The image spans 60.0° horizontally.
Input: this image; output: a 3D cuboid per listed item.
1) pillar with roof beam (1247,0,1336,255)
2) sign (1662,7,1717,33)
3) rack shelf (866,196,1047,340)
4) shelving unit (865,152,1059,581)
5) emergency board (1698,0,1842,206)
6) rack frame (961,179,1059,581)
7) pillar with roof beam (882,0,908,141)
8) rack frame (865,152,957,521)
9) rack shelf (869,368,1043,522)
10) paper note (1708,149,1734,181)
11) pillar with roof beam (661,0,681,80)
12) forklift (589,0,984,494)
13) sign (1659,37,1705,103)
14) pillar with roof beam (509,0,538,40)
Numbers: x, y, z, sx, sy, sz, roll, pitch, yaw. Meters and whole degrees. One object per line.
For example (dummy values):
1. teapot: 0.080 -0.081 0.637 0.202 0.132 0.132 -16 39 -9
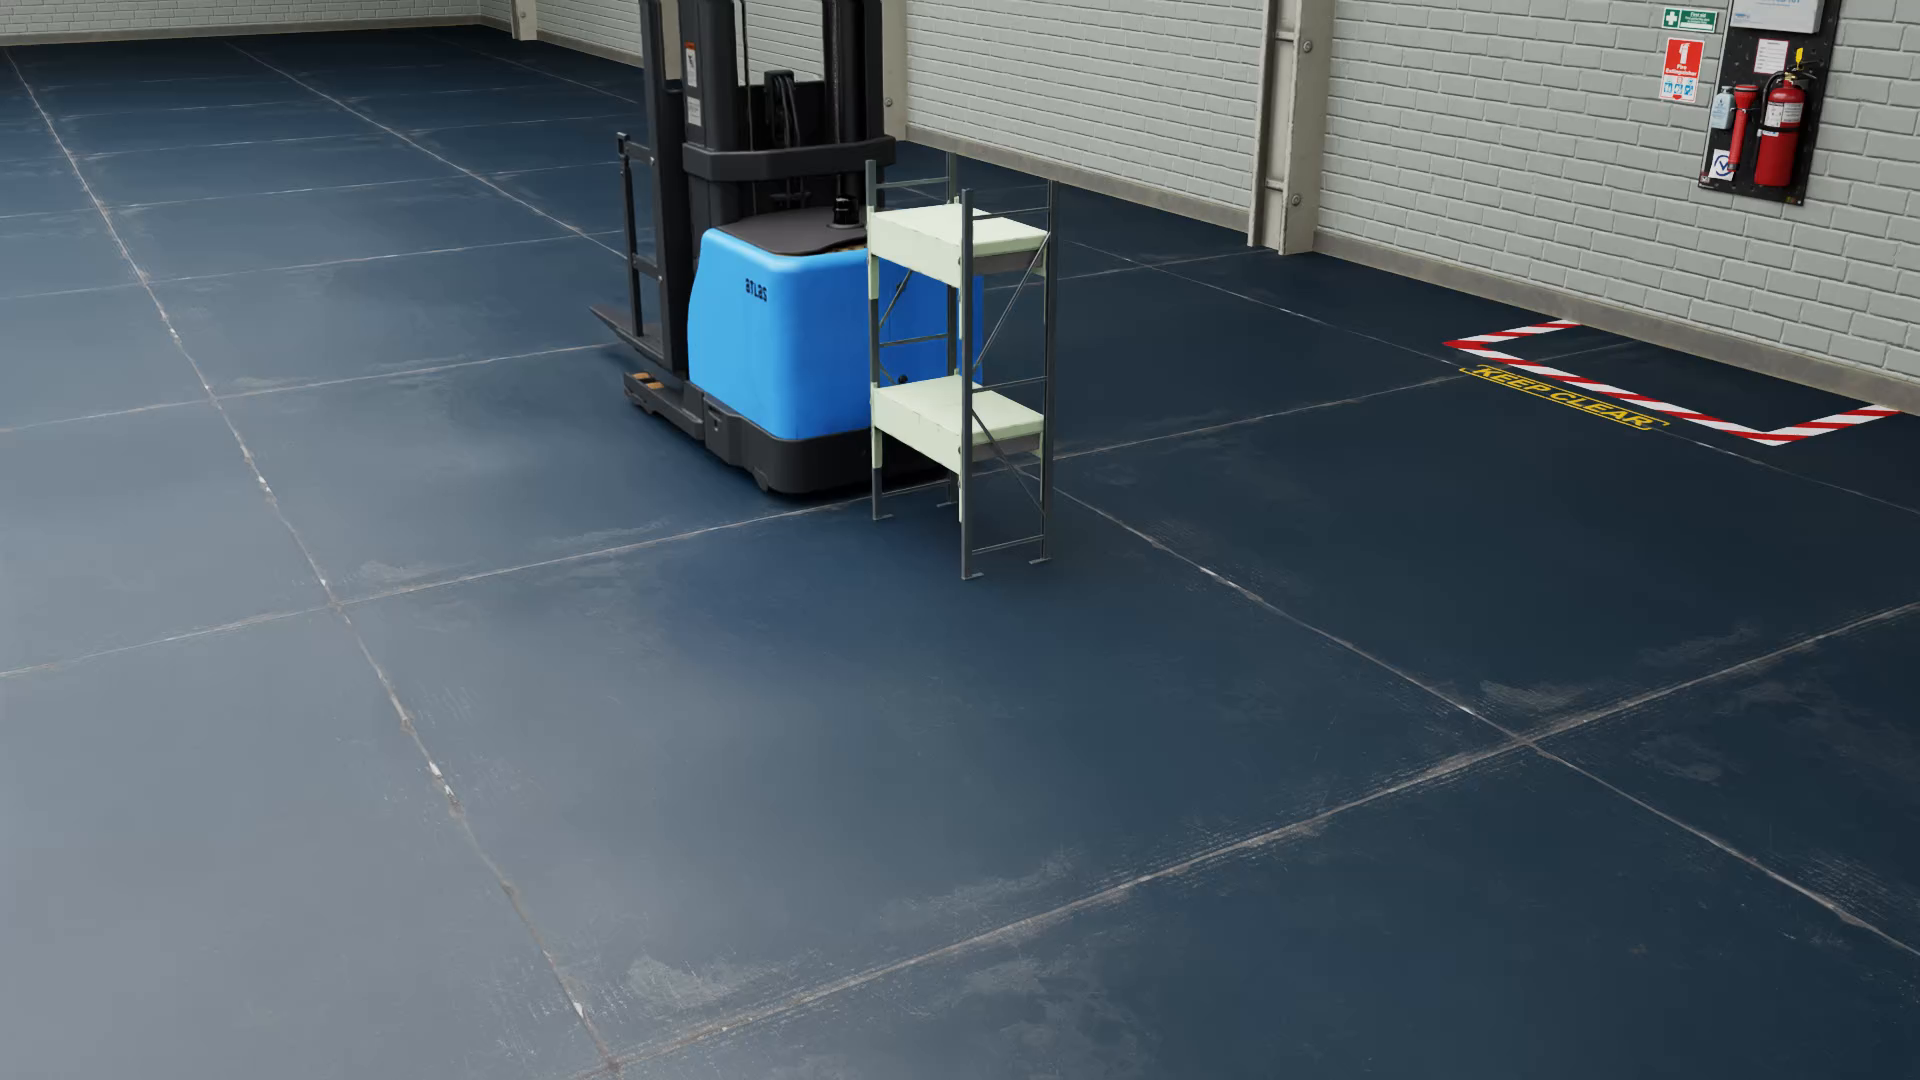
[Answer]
1. pillar with roof beam: -1.383 -5.450 8.270 9.100 9.000 0.400 -13 25 -28
2. sign: 3.954 -2.822 9.019 0.001 0.109 0.331 -13 25 -28
3. rack shelf: -0.003 -1.058 6.387 0.431 0.370 0.720 -13 25 -28
4. shelving unit: -0.003 -0.697 6.534 0.431 1.500 0.755 -13 25 -28
5. emergency board: 4.153 -2.364 8.645 0.194 1.169 0.643 -13 25 -28
6. rack frame: 0.184 -0.578 6.243 0.400 1.500 0.023 -13 25 -28
7. pillar with roof beam: -4.448 -7.393 13.049 9.100 9.000 0.400 -13 25 -28
8. rack frame: -0.190 -0.815 6.826 0.400 1.500 0.023 -13 25 -28
9. rack shelf: -0.003 -0.395 6.657 0.431 0.370 0.720 -13 25 -28
10. paper note: 4.122 -2.027 8.984 0.016 0.148 0.142 -13 25 -28
11. pillar with roof beam: -7.513 -9.335 17.827 9.100 9.000 0.400 -13 25 -28
12. forklift: -1.063 -2.064 7.997 1.130 2.935 3.031 -13 25 -28
13. sign: 3.960 -2.580 9.127 0.001 0.329 0.234 -13 25 -28
14. pillar with roof beam: -10.578 -11.277 22.606 9.100 9.000 0.400 -13 25 -28
